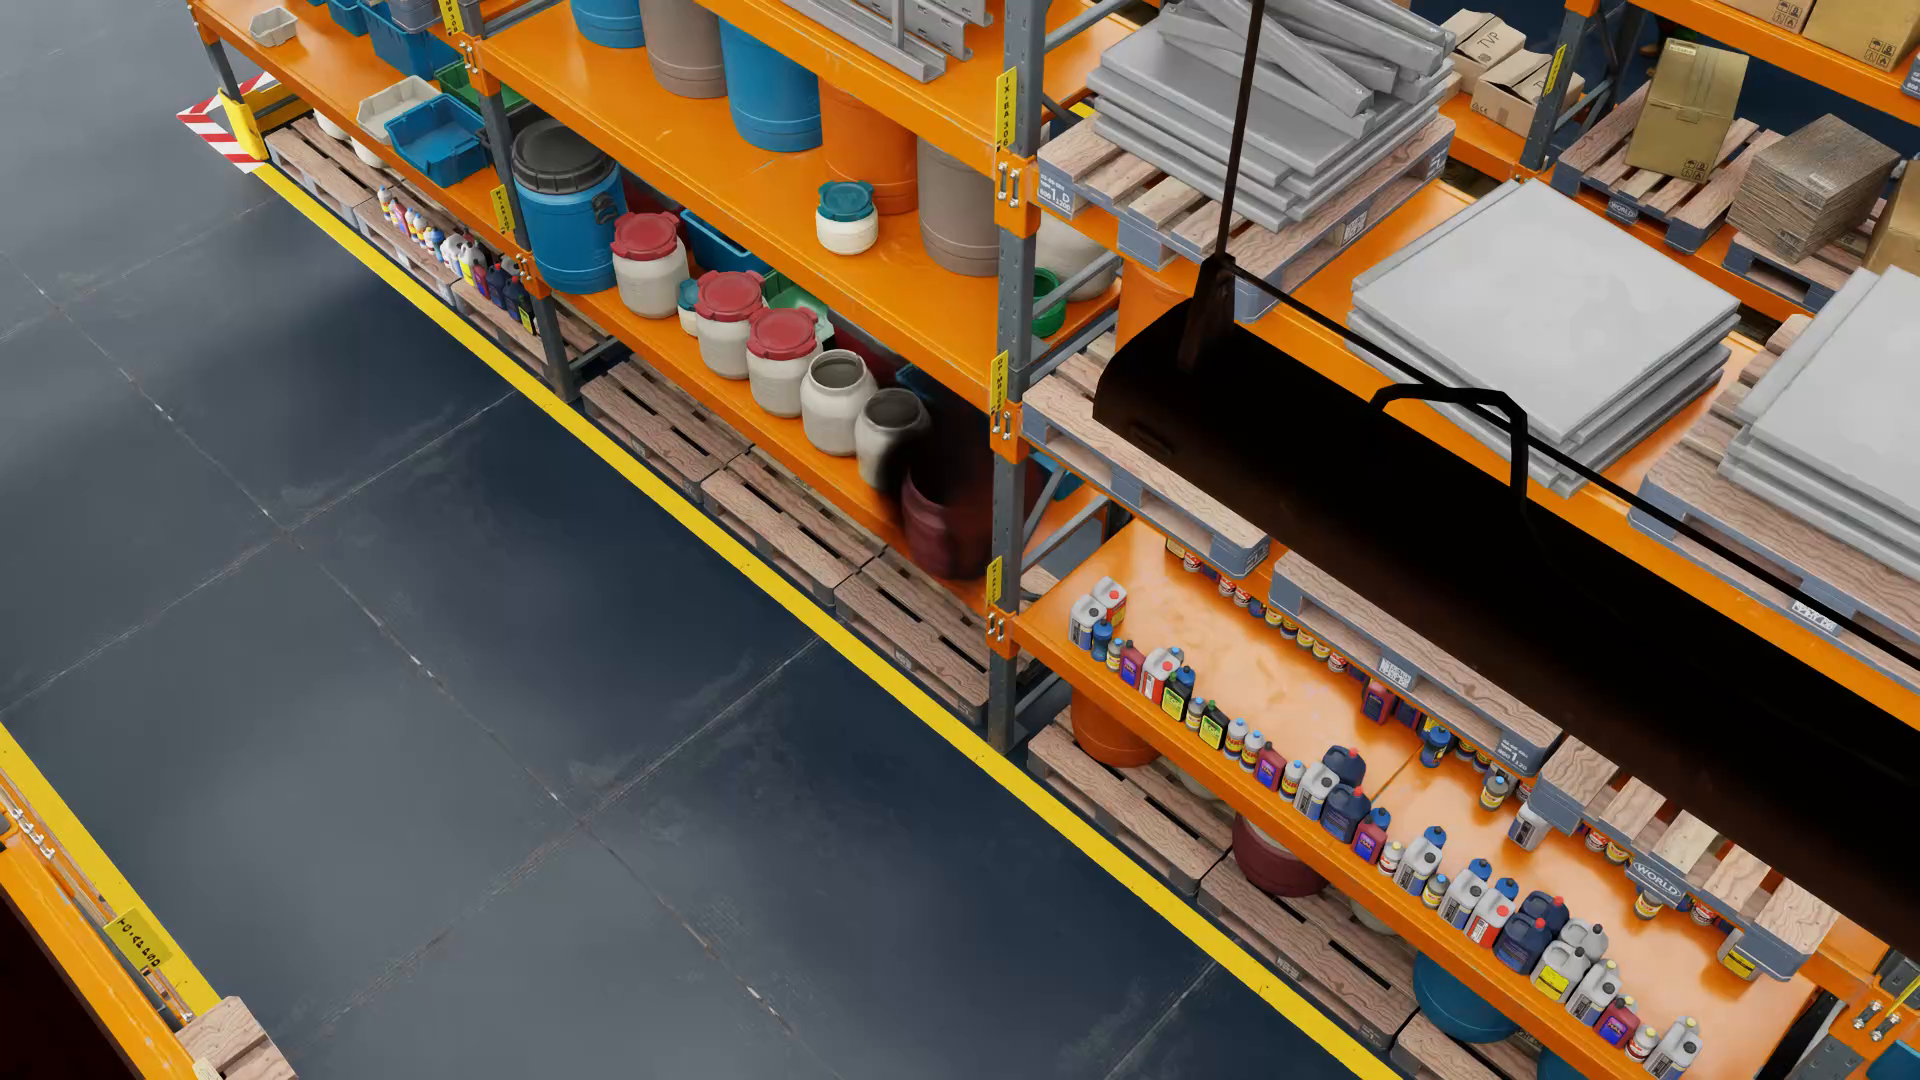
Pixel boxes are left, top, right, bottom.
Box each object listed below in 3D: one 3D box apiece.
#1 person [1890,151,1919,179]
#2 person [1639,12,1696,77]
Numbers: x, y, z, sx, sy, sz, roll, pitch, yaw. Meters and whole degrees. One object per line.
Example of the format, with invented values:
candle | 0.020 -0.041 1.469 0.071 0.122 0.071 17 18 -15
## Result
person | 7.341 -3.159 11.875 0.895 1.767 0.655 26 55 20
person | 5.704 -4.443 12.940 0.408 1.789 0.524 -8 51 -7
